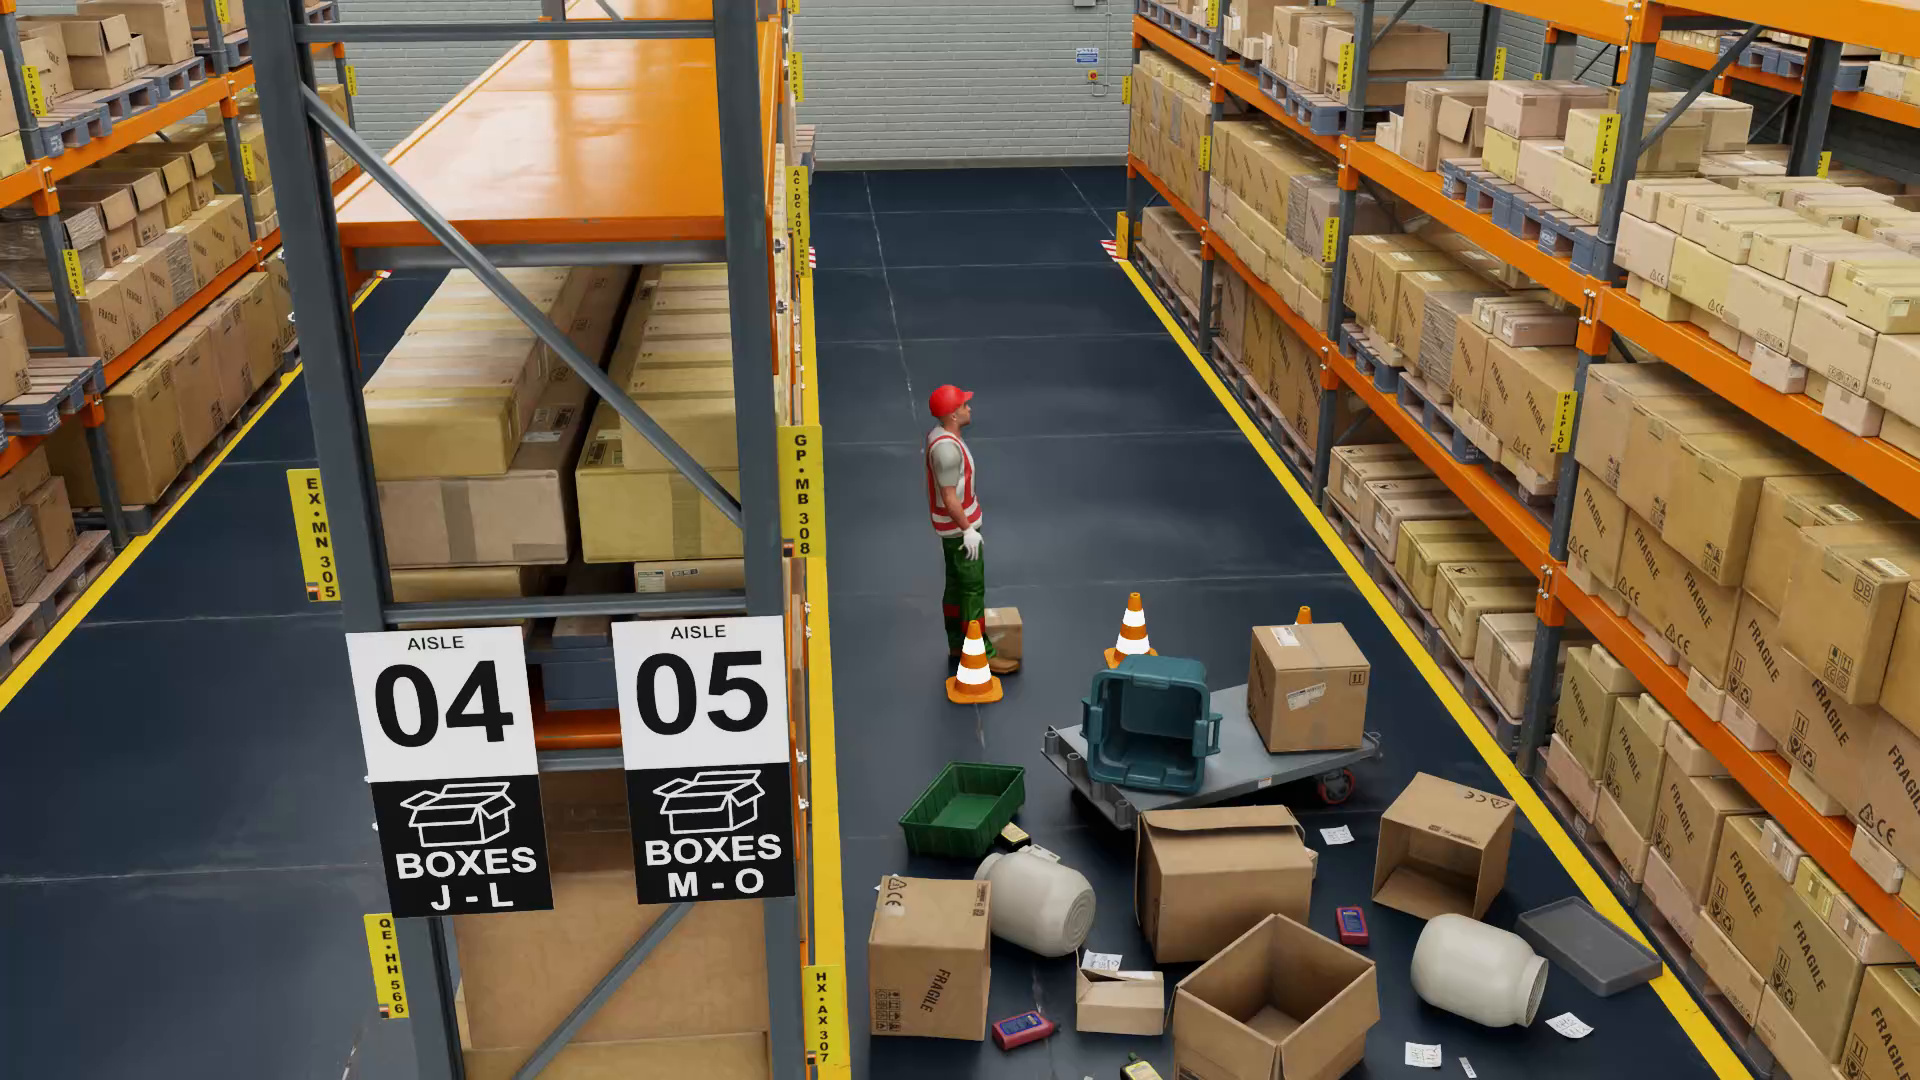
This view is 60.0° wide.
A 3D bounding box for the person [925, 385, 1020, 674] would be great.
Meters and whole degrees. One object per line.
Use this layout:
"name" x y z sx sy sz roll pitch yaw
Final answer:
"person" 0.069 -0.092 10.258 0.564 1.788 0.624 -2 24 -5
